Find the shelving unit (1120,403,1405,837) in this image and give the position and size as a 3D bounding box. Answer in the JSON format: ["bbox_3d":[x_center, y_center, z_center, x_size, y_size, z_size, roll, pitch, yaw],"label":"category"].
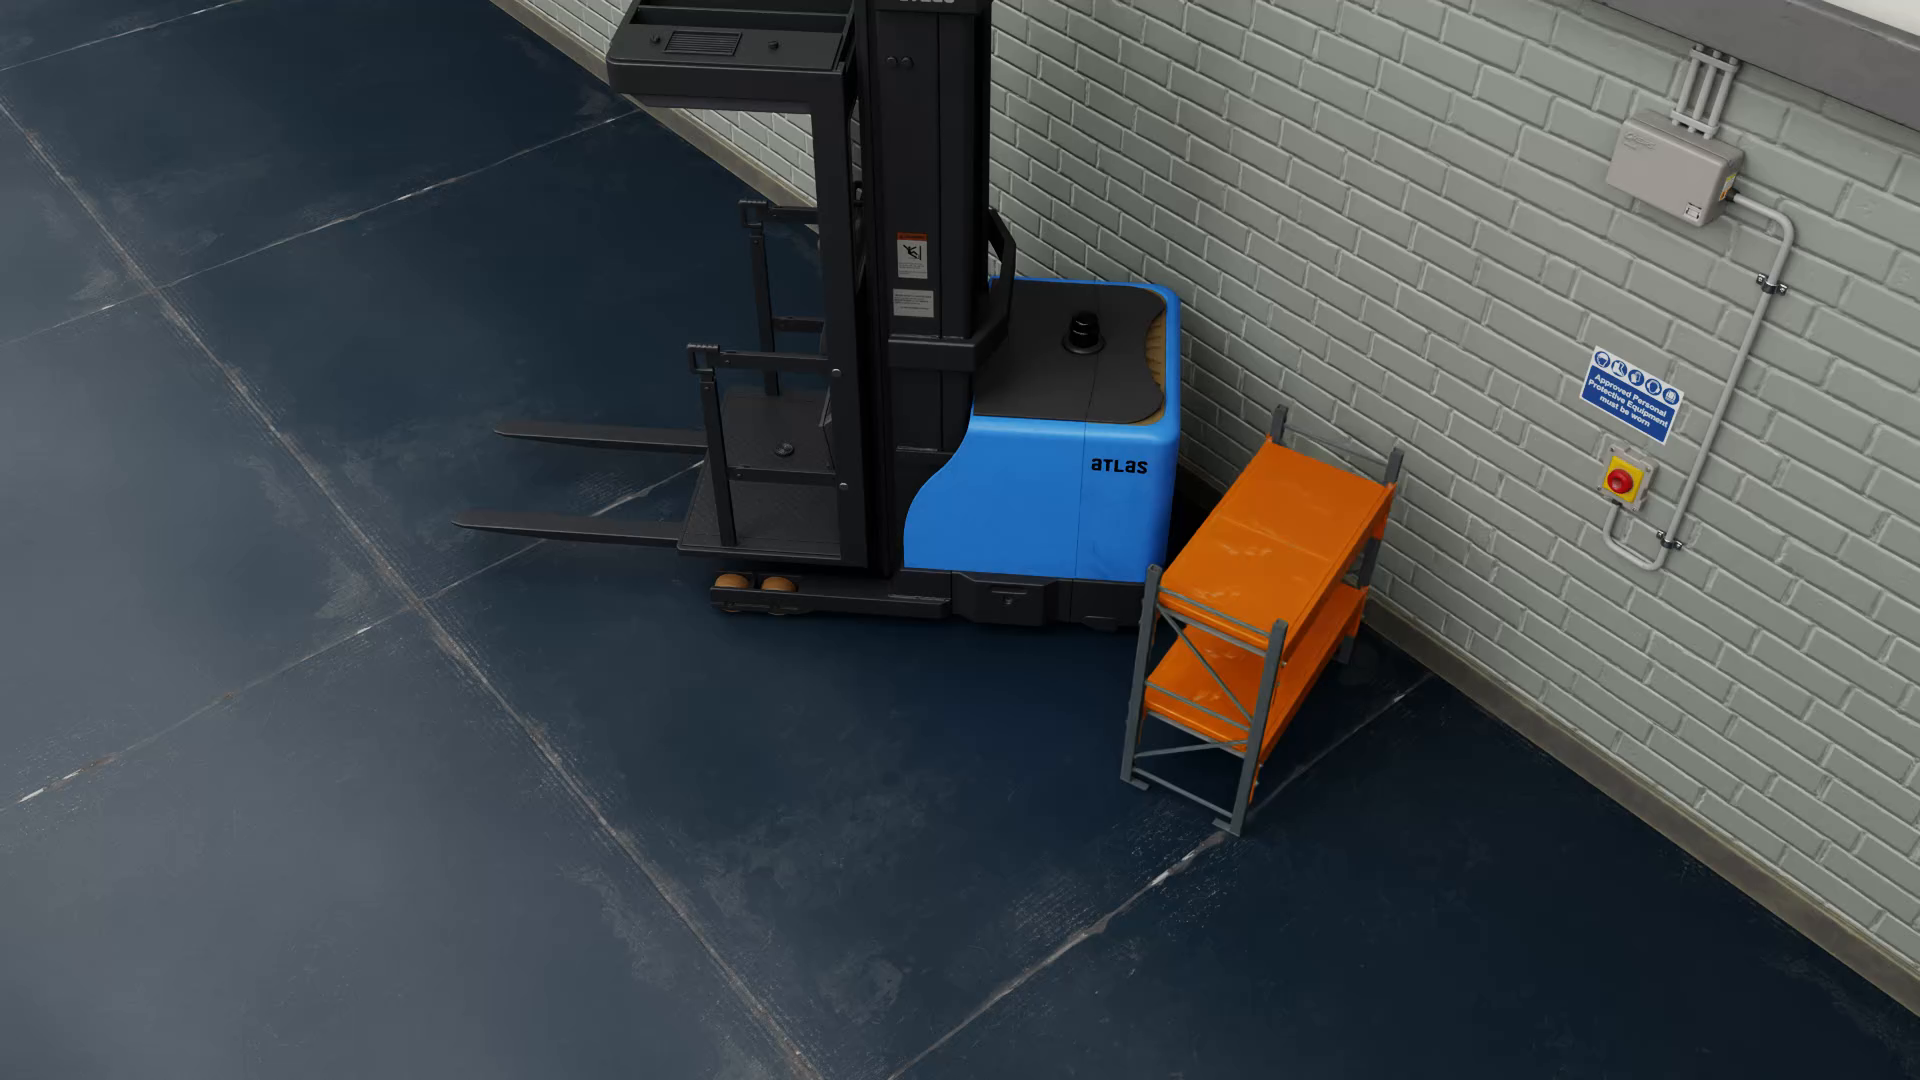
[{"bbox_3d":[1.107,0.293,6.162,0.538,1.125,1.048,24,48,22],"label":"shelving unit"}]

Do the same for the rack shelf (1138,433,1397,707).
[{"bbox_3d":[1.112,0.082,5.959,0.538,0.278,1.000,24,48,22],"label":"rack shelf"}]

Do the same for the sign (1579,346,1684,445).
[{"bbox_3d":[2.183,-0.472,5.418,0.001,0.218,0.327,-30,51,-28],"label":"sign"}]

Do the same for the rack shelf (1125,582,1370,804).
[{"bbox_3d":[1.103,0.470,6.331,0.538,0.278,1.000,24,48,22],"label":"rack shelf"}]

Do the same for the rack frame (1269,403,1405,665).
[{"bbox_3d":[1.379,-0.001,6.475,0.500,1.125,0.032,24,48,22],"label":"rack frame"}]

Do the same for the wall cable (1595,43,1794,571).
[{"bbox_3d":[2.167,-0.703,5.096,0.123,1.953,0.585,-30,51,-28],"label":"wall cable"}]

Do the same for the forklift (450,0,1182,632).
[{"bbox_3d":[-0.628,-1.110,6.344,3.031,2.935,1.130,4,43,4],"label":"forklift"}]

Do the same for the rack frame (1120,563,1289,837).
[{"bbox_3d":[0.836,0.588,5.849,0.500,1.125,0.032,24,48,22],"label":"rack frame"}]
